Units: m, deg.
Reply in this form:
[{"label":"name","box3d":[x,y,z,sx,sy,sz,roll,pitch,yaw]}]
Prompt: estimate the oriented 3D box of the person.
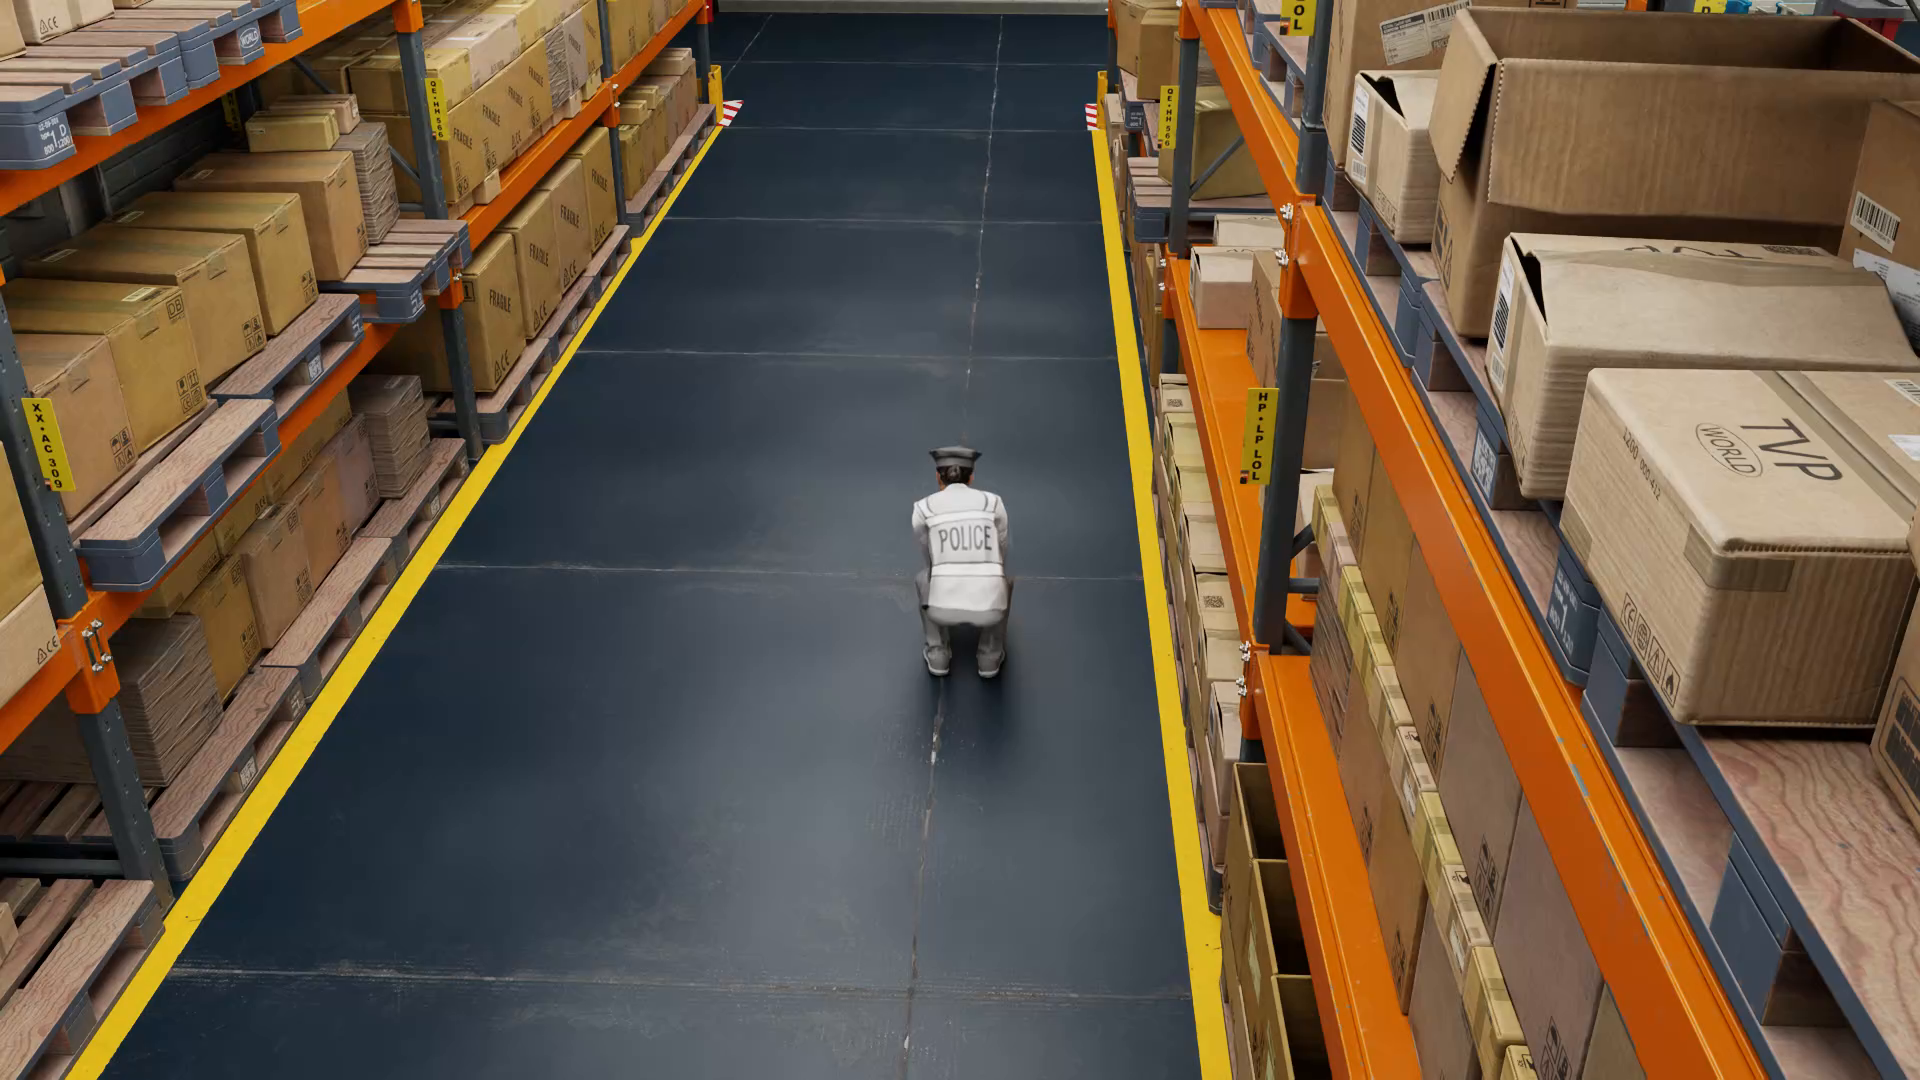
[{"label":"person","box3d":[0.015,0.086,7.710,0.472,0.975,0.841,1,28,1]}]
